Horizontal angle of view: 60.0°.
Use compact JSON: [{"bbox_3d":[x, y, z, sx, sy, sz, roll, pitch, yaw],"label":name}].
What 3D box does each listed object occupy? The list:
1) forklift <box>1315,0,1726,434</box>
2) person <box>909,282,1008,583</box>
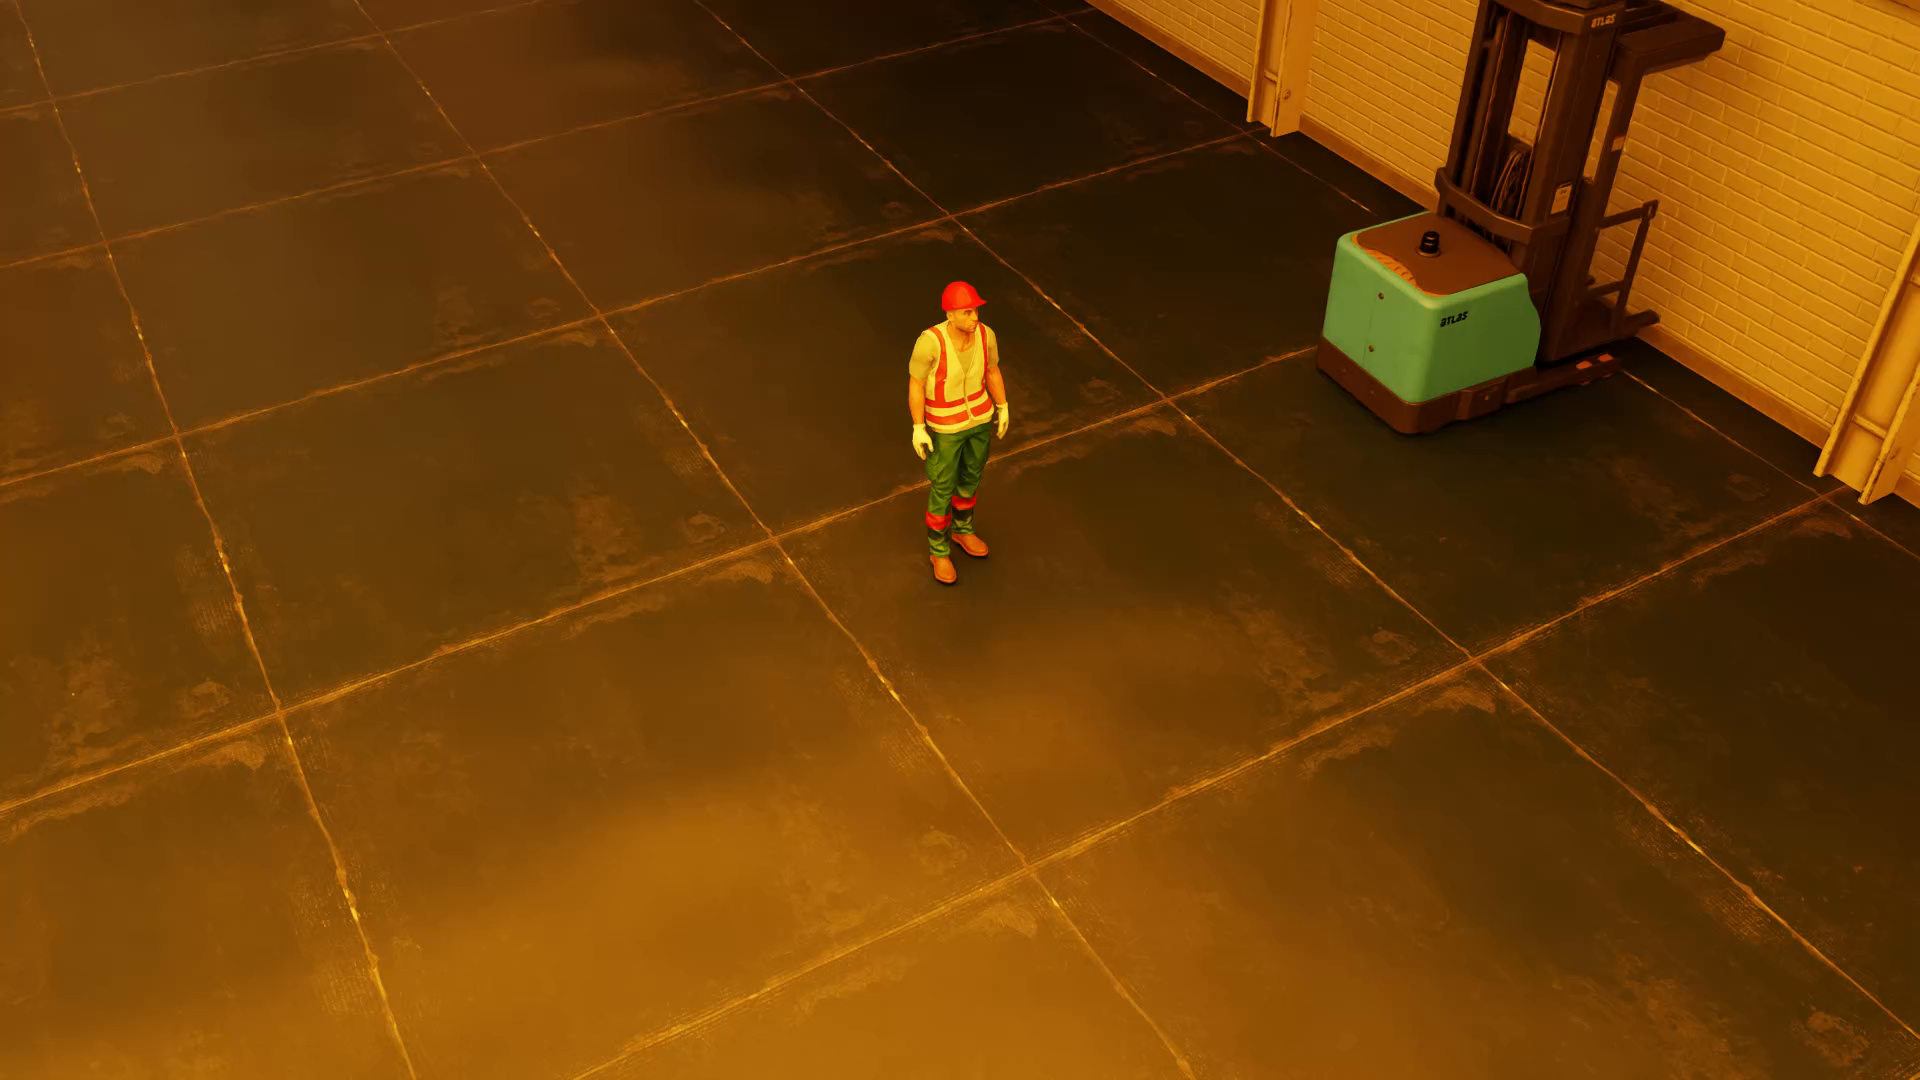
[{"bbox_3d":[4.056,-2.493,11.042,3.031,2.935,1.130,-18,43,-21],"label":"forklift"},{"bbox_3d":[0.030,-0.646,9.698,0.637,1.790,0.562,-20,44,-23],"label":"person"}]
